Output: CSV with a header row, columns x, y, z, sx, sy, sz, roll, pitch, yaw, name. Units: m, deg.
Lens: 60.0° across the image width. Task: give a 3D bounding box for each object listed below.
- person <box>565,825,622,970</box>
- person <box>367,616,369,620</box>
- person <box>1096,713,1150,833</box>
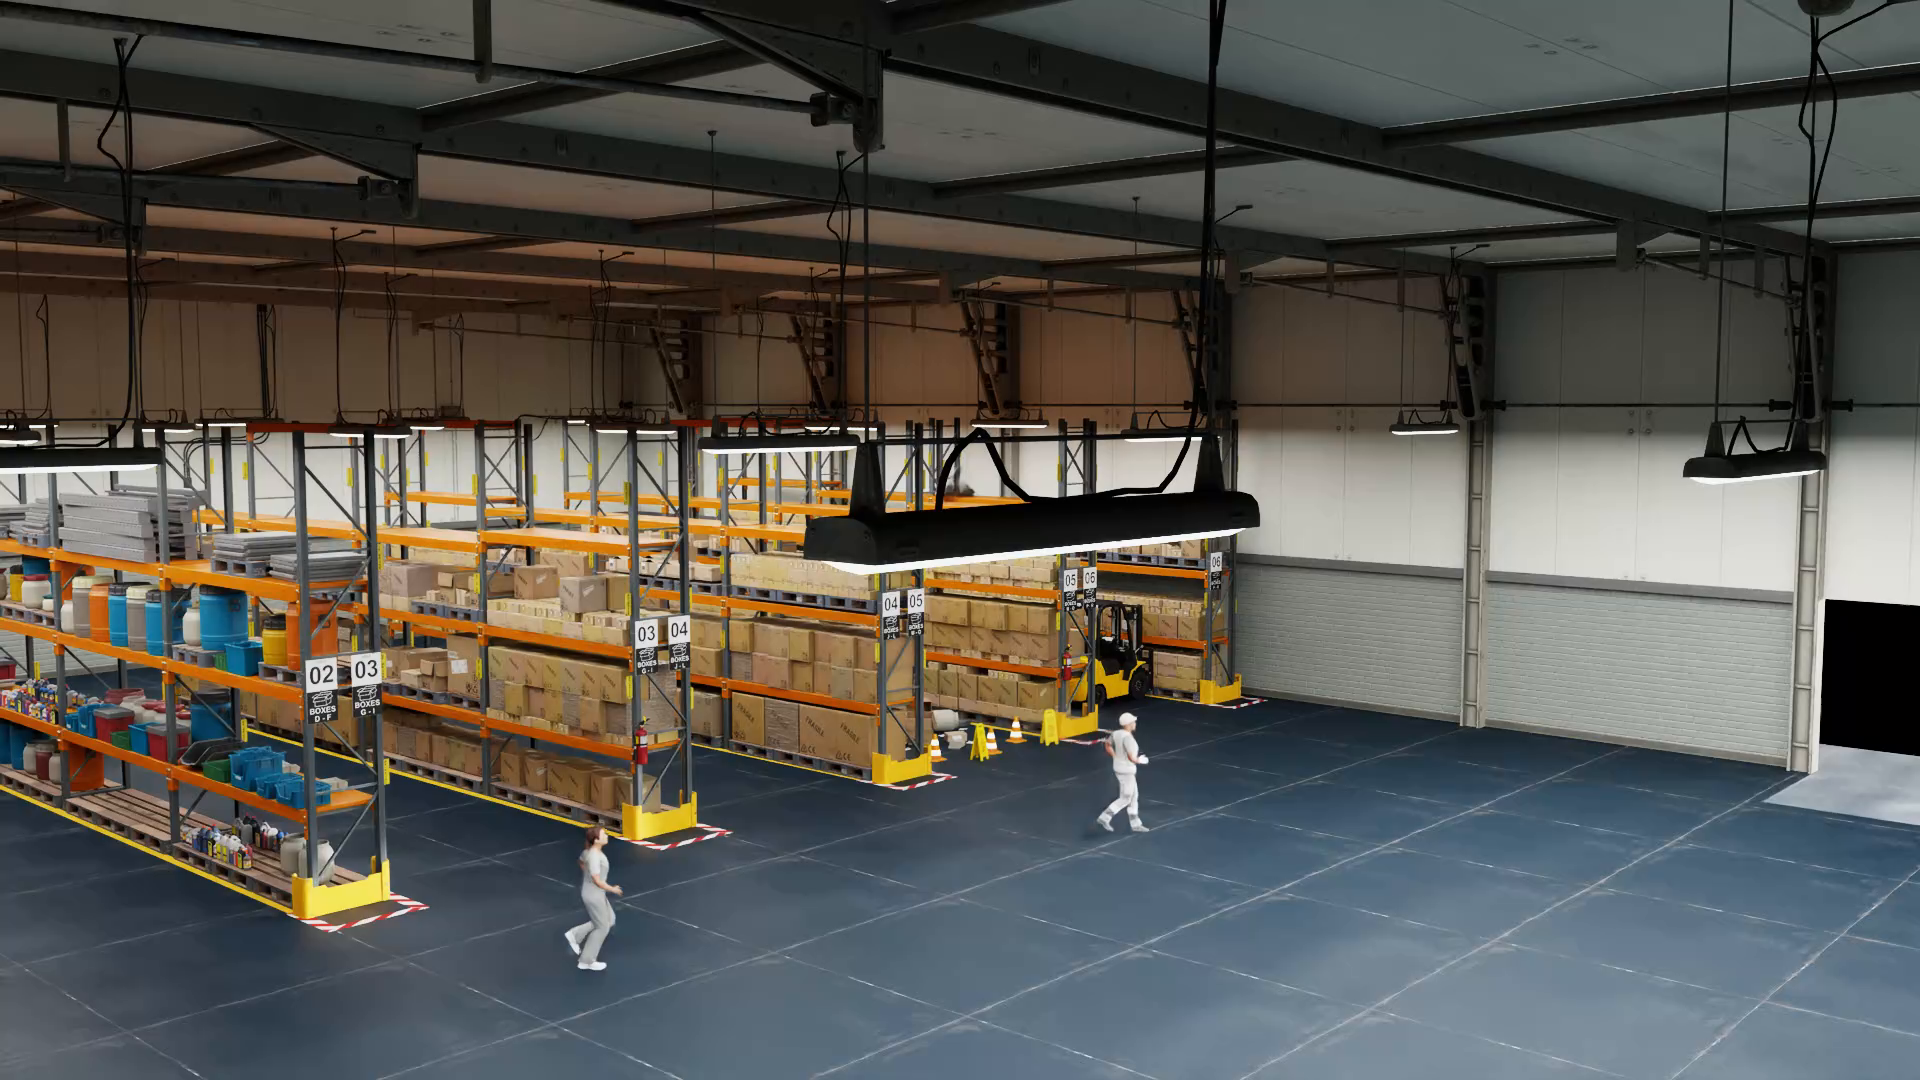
x,y,z,sx,sy,sz,roll,pitch,yaw,name
-4.117,4.000,18.662,0.632,1.631,0.584,-1,5,-18,person
-12.893,2.503,36.434,0.720,1.813,0.745,-4,6,-43,person
2.403,3.437,24.451,0.872,1.801,0.685,-1,5,-13,person
